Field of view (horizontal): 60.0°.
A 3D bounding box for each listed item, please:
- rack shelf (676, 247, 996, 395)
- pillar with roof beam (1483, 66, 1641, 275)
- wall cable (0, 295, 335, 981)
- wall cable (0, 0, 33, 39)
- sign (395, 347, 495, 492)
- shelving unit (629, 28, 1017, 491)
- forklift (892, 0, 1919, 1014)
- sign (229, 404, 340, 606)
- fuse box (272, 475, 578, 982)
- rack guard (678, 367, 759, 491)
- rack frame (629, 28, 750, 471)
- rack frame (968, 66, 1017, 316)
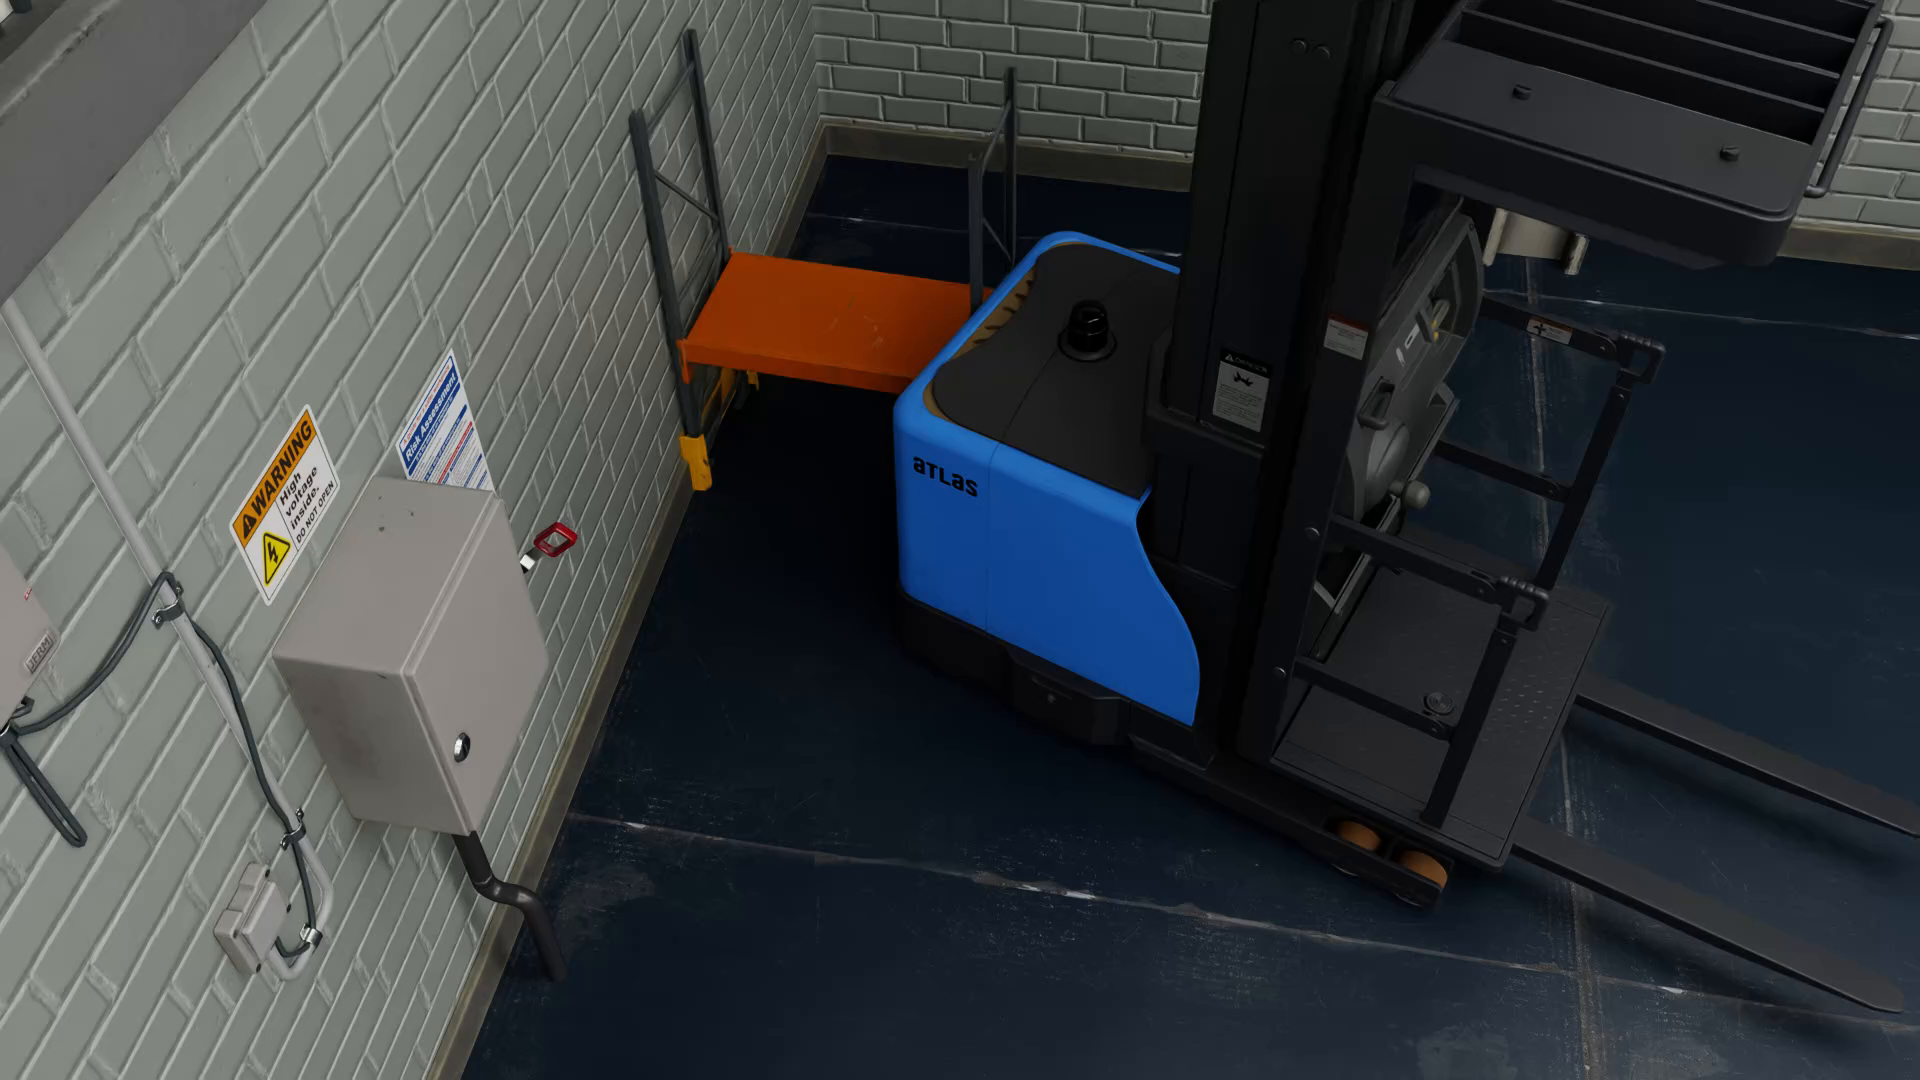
[{"bbox_3d":[-0.380,-0.691,5.582,1.000,0.185,0.538,10,48,10],"label":"rack shelf"},{"bbox_3d":[1.560,-1.064,0.656,0.400,9.000,9.100,8,49,7],"label":"pillar with roof beam"},{"bbox_3d":[-1.373,0.332,2.752,0.122,1.984,0.588,8,49,7],"label":"wall cable"},{"bbox_3d":[-1.039,-2.708,2.108,0.133,3.039,2.988,8,49,7],"label":"wall cable"},{"bbox_3d":[-1.212,-0.164,3.945,0.001,0.494,0.329,8,49,7],"label":"sign"},{"bbox_3d":[-0.393,-0.814,5.451,1.083,1.500,0.587,10,48,10],"label":"shelving unit"},{"bbox_3d":[1.324,-0.383,4.124,3.031,2.935,1.130,24,52,20],"label":"forklift"},{"bbox_3d":[-1.310,-0.070,3.241,0.001,0.242,0.339,8,49,7],"label":"sign"},{"bbox_3d":[-1.096,0.624,4.039,0.414,1.711,0.539,8,49,7],"label":"fuse box"},{"bbox_3d":[-0.865,-0.471,5.997,0.087,0.250,0.587,10,48,10],"label":"rack guard"},{"bbox_3d":[-0.877,-0.896,5.539,0.032,1.500,0.500,10,48,10],"label":"rack frame"},{"bbox_3d":[0.110,-0.729,5.360,0.032,1.500,0.500,10,48,10],"label":"rack frame"}]
